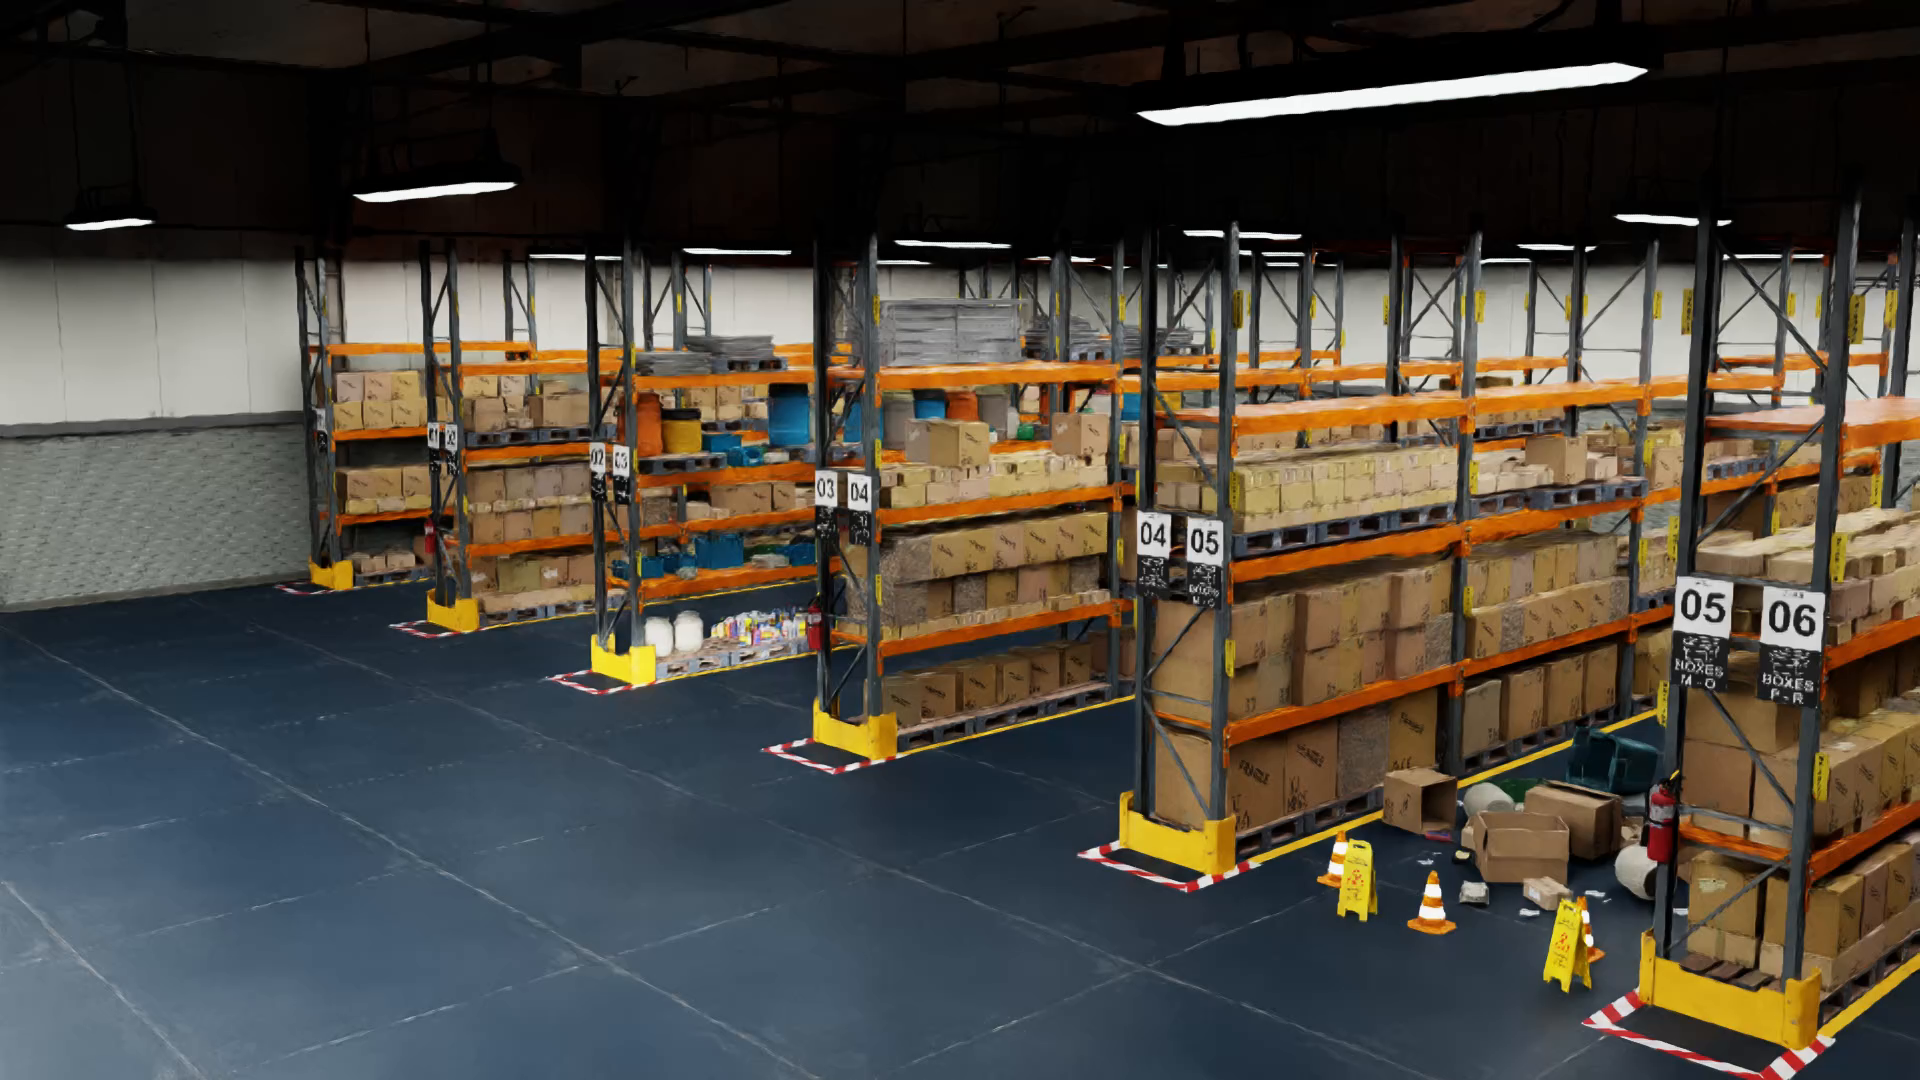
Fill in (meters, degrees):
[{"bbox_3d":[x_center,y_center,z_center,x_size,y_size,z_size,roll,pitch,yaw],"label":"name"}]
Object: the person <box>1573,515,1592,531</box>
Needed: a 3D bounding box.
[{"bbox_3d":[11.381,-0.118,30.382,0.577,1.657,0.596,0,8,1],"label":"person"}]
